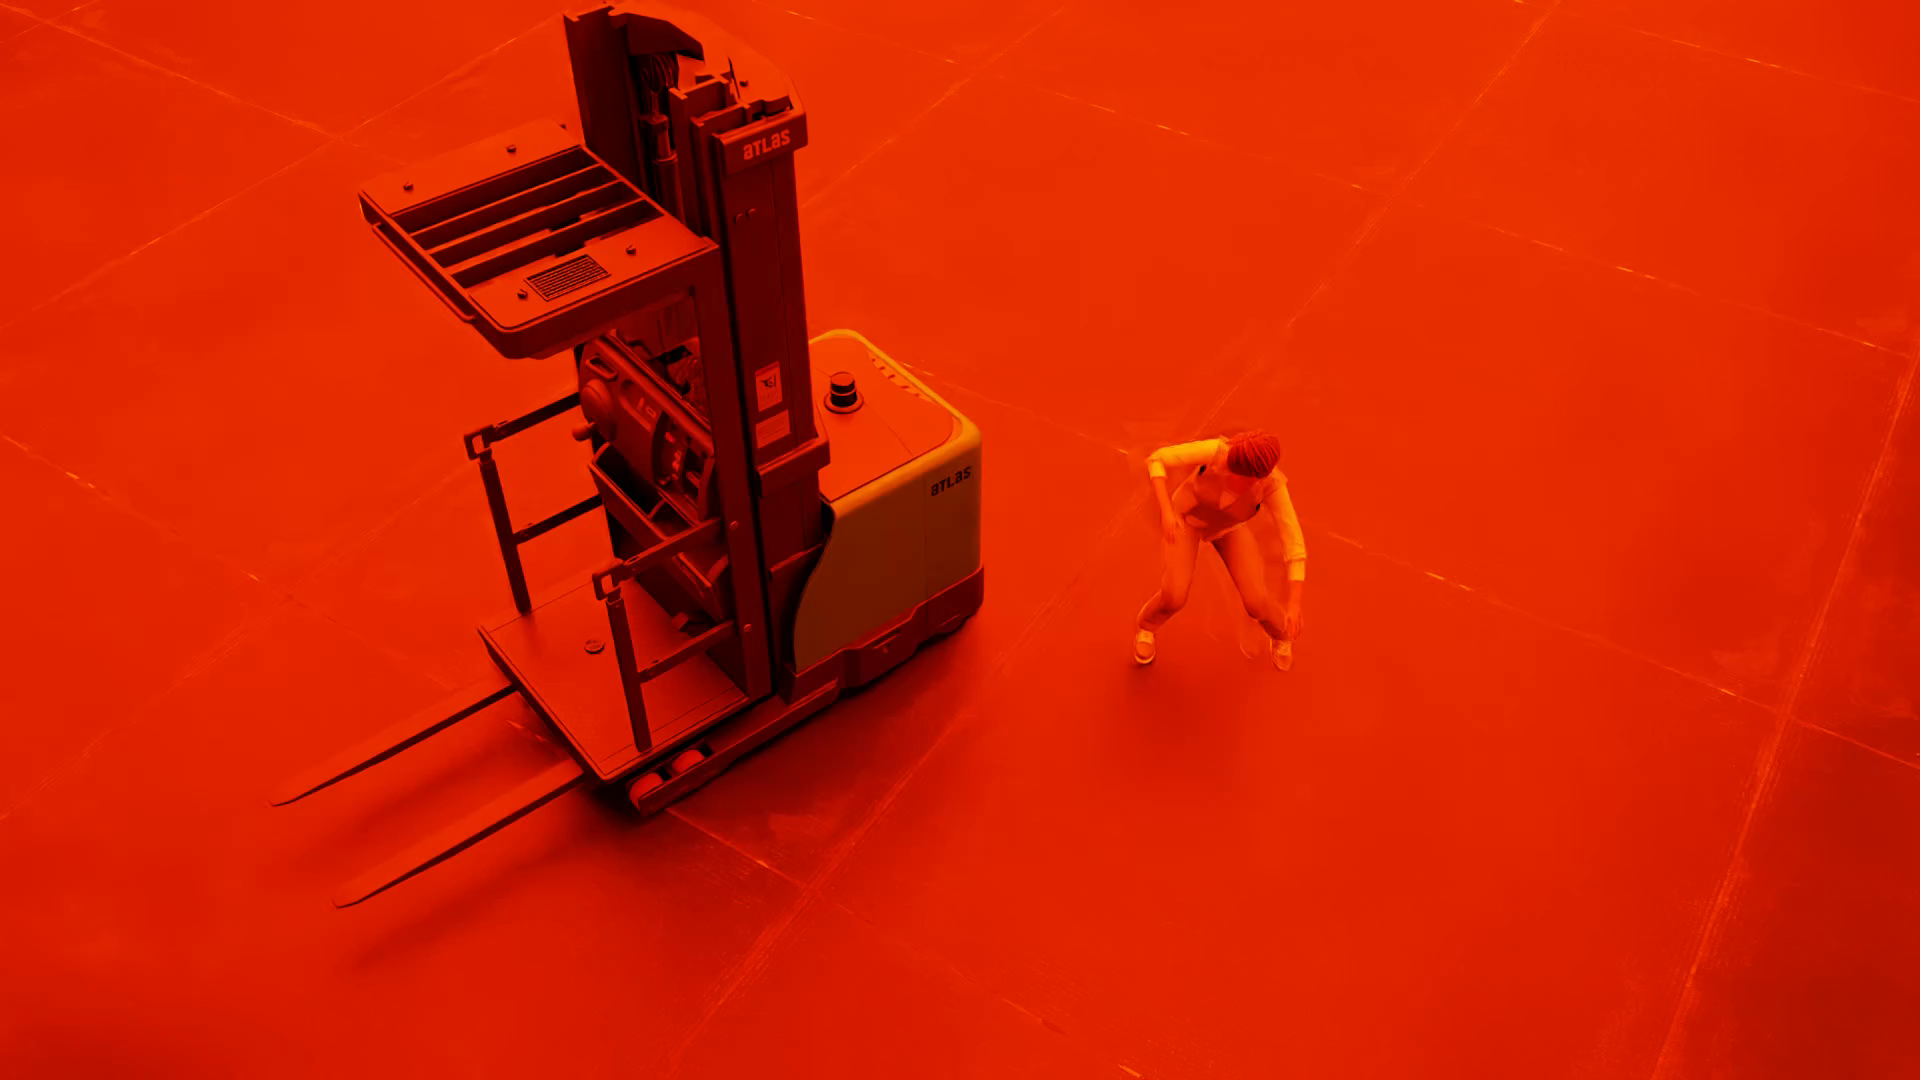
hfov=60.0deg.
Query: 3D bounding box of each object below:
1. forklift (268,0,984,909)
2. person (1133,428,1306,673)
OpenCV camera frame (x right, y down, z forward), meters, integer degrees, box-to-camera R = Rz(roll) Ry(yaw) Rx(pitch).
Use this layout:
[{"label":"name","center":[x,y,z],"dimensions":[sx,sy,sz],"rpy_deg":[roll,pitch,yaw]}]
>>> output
[{"label":"forklift","center":[-1.356,-0.360,6.228],"dimensions":[3.031,2.935,1.130],"rpy_deg":[-29,51,-27]},{"label":"person","center":[1.114,0.065,6.957],"dimensions":[0.736,1.370,0.765],"rpy_deg":[5,44,5]}]
